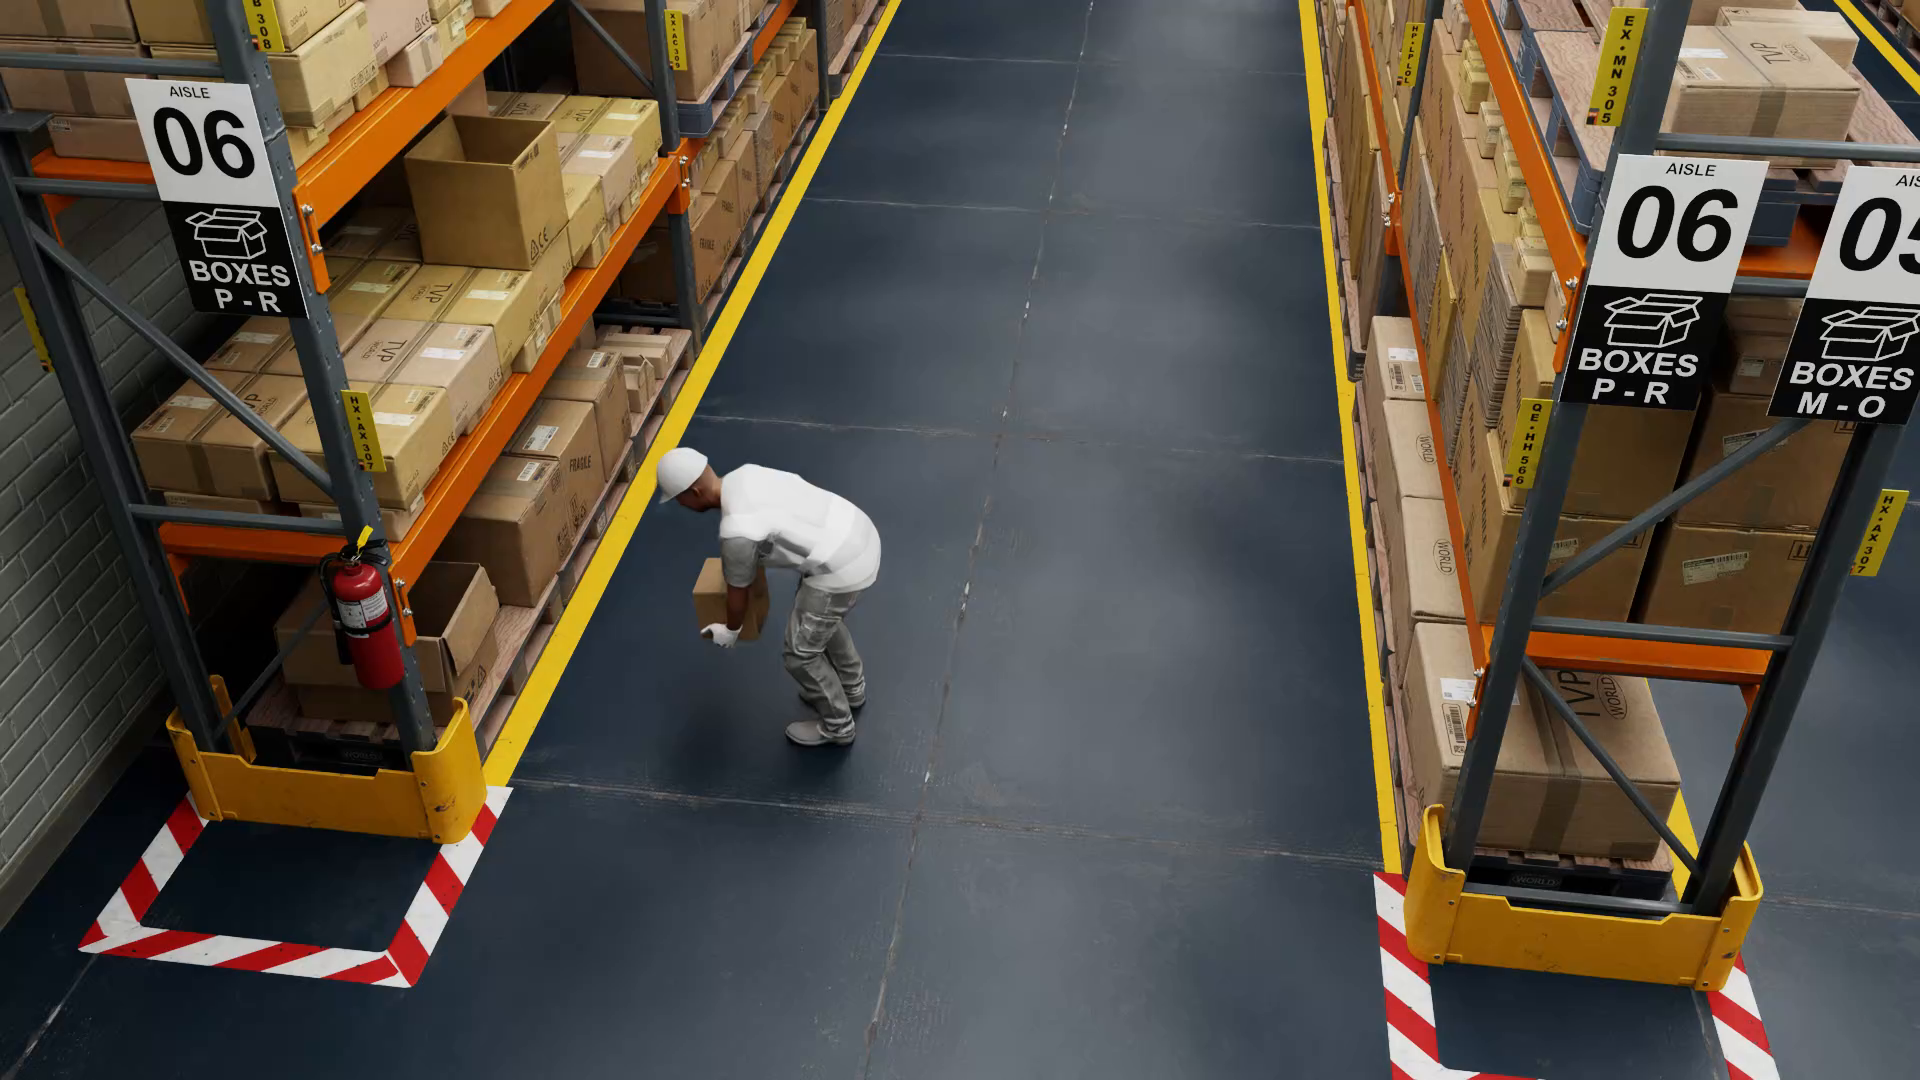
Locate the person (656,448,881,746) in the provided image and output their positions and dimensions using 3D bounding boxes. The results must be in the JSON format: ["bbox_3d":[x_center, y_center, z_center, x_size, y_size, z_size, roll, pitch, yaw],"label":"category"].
[{"bbox_3d":[-0.780,0.224,7.042,0.897,1.396,0.499,3,36,5],"label":"person"}]
